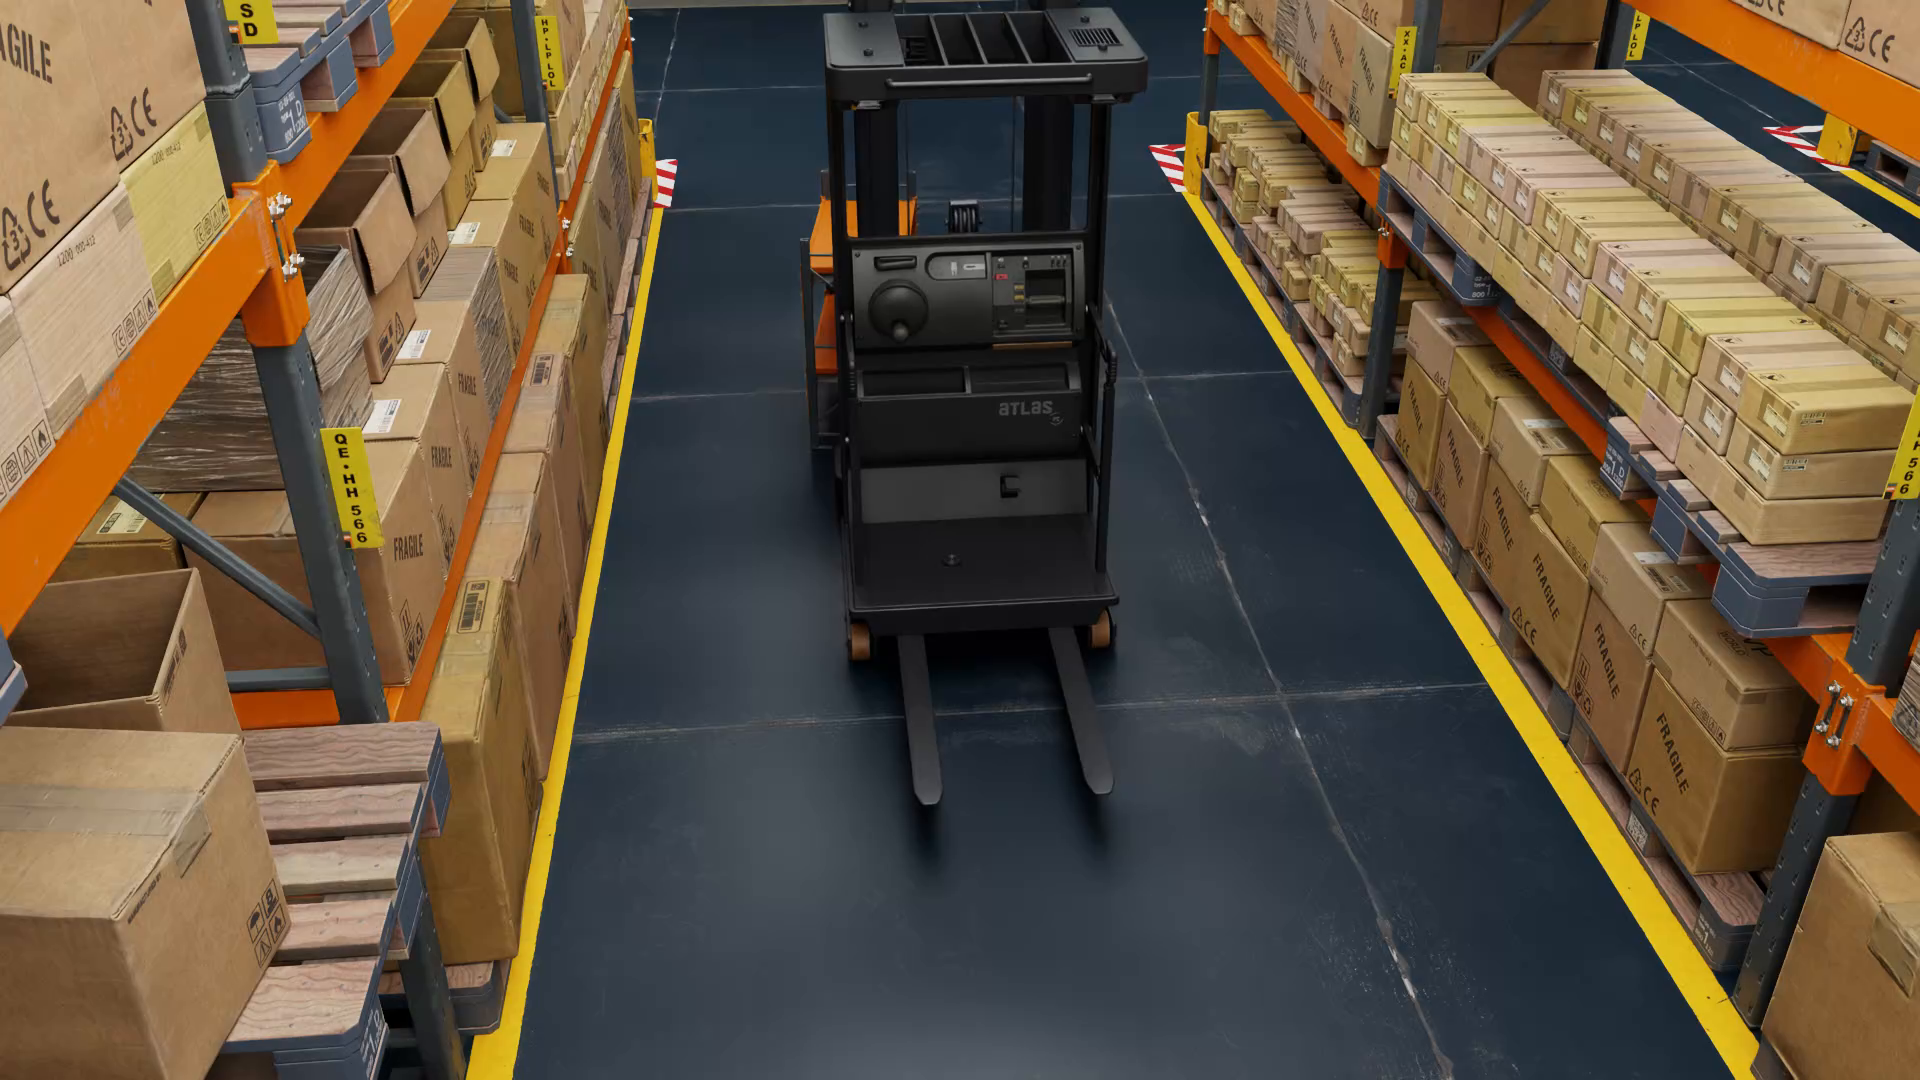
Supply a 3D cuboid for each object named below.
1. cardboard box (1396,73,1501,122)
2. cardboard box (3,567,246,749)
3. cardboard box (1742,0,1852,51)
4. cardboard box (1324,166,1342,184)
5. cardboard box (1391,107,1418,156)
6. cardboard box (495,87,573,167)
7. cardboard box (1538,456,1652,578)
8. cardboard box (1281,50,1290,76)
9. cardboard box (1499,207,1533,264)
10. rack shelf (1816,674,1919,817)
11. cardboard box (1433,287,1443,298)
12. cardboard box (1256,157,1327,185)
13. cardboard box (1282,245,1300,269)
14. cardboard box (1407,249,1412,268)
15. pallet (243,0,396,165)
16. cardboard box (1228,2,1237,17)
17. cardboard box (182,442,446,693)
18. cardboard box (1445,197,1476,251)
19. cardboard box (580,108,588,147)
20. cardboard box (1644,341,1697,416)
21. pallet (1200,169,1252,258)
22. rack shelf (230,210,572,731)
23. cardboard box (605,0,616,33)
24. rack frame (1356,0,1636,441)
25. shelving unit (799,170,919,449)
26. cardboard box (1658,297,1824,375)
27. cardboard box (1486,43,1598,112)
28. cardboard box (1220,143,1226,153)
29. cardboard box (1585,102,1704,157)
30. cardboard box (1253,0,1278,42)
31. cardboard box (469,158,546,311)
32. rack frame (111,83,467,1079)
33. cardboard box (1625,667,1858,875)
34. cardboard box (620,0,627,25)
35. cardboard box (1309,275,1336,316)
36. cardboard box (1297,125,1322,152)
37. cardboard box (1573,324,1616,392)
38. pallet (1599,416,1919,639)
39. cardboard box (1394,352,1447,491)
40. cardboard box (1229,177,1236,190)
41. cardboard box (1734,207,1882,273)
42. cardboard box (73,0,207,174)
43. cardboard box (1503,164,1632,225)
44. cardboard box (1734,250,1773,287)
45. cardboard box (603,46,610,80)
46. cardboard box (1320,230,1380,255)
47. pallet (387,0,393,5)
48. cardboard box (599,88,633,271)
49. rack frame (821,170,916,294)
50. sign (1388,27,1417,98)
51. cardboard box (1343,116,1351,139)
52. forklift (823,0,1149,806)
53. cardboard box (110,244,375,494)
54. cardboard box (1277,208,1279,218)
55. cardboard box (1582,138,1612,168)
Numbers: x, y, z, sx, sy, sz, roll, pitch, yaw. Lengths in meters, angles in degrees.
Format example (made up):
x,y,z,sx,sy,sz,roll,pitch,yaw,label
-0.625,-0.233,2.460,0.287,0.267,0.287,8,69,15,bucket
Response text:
x,y,z,sx,sy,sz,roll,pitch,yaw,label
2.159,-1.960,7.362,0.380,0.149,0.250,-1,31,-2,cardboard box
-1.903,0.423,3.610,0.500,0.500,0.500,-6,31,-11,cardboard box
2.588,-1.678,4.612,0.500,0.500,0.500,-3,31,-5,cardboard box
2.513,-2.319,10.788,0.380,0.149,0.250,-3,31,-5,cardboard box
2.159,-1.833,7.439,0.380,0.149,0.250,-2,31,-4,cardboard box
-2.150,-1.985,8.005,0.500,0.250,0.500,-3,31,-5,cardboard box
2.539,-0.097,6.284,0.500,0.250,0.500,-2,31,-3,cardboard box
2.107,-2.815,9.783,0.380,0.149,0.250,-2,31,-3,cardboard box
2.287,-1.163,6.317,0.380,0.149,0.250,-3,31,-5,cardboard box
3.141,1.516,2.988,1.077,0.370,4.000,-3,31,-5,rack shelf
2.752,-1.265,9.023,0.380,0.149,0.250,-3,31,-4,cardboard box
2.081,-2.292,10.452,0.380,0.149,0.250,-2,31,-3,cardboard box
2.150,-1.661,9.976,0.380,0.149,0.250,-2,31,-4,cardboard box
2.668,-1.656,9.387,0.380,0.149,0.250,-4,31,-6,cardboard box
-2.106,-1.160,4.027,1.213,0.211,1.003,-1,31,-2,pallet
1.976,-3.481,10.898,0.380,0.149,0.250,-2,31,-3,cardboard box
-1.768,0.068,4.613,0.500,0.500,0.500,-2,31,-3,cardboard box
2.233,-1.308,6.850,0.380,0.149,0.250,-2,31,-4,cardboard box
-2.140,-2.132,8.639,0.380,0.149,0.250,-4,31,-6,cardboard box
2.401,-0.515,5.232,0.380,0.149,0.250,-2,31,-3,cardboard box
2.255,-2.246,11.304,1.003,0.211,1.213,-3,31,-5,pallet
-2.180,-0.340,6.095,1.077,0.370,4.000,-3,31,-5,rack shelf
-2.385,-3.282,10.175,0.500,0.250,0.500,-3,31,-5,cardboard box
2.580,-1.856,7.932,1.000,3.000,0.127,-3,31,-5,rack frame
-0.502,-1.214,8.686,0.538,1.125,1.048,1,31,1,shelving unit
2.406,-0.632,5.138,0.380,0.149,0.250,-2,31,-3,cardboard box
2.785,-2.291,8.273,0.500,0.500,0.500,-3,31,-5,cardboard box
2.000,-2.702,11.429,0.380,0.149,0.250,-2,31,-3,cardboard box
2.860,-1.719,6.958,0.380,0.149,0.250,-4,31,-6,cardboard box
2.082,-3.303,9.968,0.500,0.500,0.500,-2,31,-4,cardboard box
-2.012,-1.234,6.793,0.500,0.500,0.500,-2,31,-3,cardboard box
-1.993,0.372,4.201,1.000,3.000,0.127,-3,31,-5,rack frame
2.632,0.756,5.588,0.500,0.500,0.500,-3,31,-5,cardboard box
-2.380,-3.438,10.826,0.380,0.149,0.250,-2,31,-4,cardboard box
2.154,-1.359,9.181,0.380,0.149,0.250,-4,31,-6,cardboard box
2.475,-2.721,11.170,0.380,0.149,0.250,-2,31,-4,cardboard box
2.358,-0.639,5.730,0.380,0.149,0.250,-4,31,-7,cardboard box
2.782,-0.090,5.162,1.213,0.211,1.003,-3,31,-5,pallet
2.385,-0.573,7.812,0.500,0.500,0.500,-2,31,-3,cardboard box
2.043,-2.442,11.283,0.380,0.149,0.250,-3,31,-5,cardboard box
2.980,-1.058,5.851,0.380,0.149,0.250,-2,31,-3,cardboard box
-1.700,-0.941,2.890,0.500,0.500,0.500,-2,31,-3,cardboard box
2.281,-1.300,6.257,0.380,0.149,0.250,-2,31,-3,cardboard box
2.987,-0.928,5.923,0.380,0.149,0.250,-3,31,-5,cardboard box
-2.258,-2.784,9.731,0.380,0.149,0.250,-3,31,-4,cardboard box
2.248,-1.628,9.341,0.380,0.149,0.250,-2,31,-3,cardboard box
-2.214,-1.731,4.982,1.003,0.211,1.213,-1,31,-2,pallet
-2.516,-2.193,10.158,0.875,0.875,0.875,-3,31,-5,cardboard box
-0.488,-1.475,9.122,0.500,1.125,0.032,1,31,1,rack frame
2.041,-2.197,7.660,0.100,0.325,0.005,-3,31,-5,sign
2.223,-2.148,8.666,0.380,0.149,0.250,-2,31,-3,cardboard box
0.058,-0.937,6.460,1.130,2.935,3.031,-3,31,-5,forklift
-2.046,-0.475,4.545,0.797,0.503,0.637,-2,31,-3,cardboard box
2.182,-2.035,10.313,0.380,0.149,0.250,-1,31,-2,cardboard box
2.860,-1.601,7.051,0.380,0.149,0.250,-1,31,-2,cardboard box
